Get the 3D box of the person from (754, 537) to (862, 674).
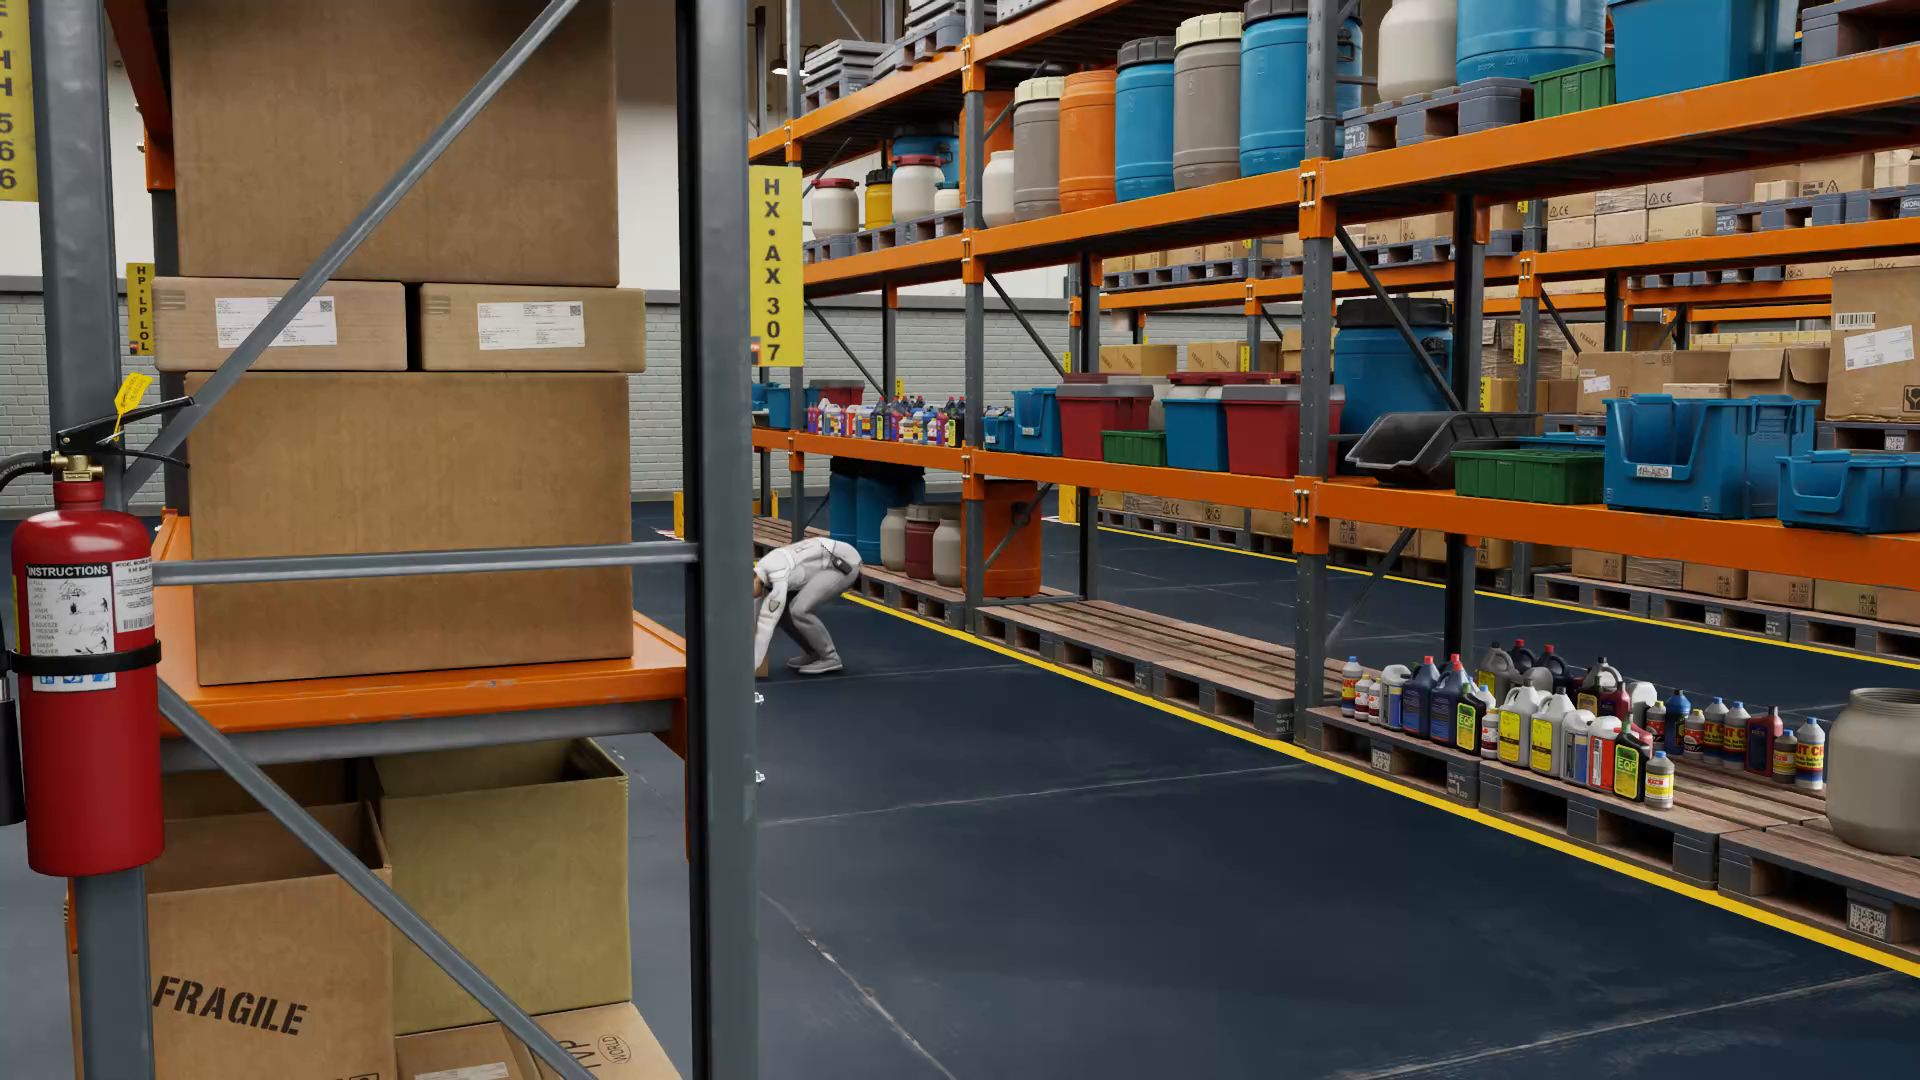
[{"bbox_3d":[-1.041,0.413,10.203,0.894,0.833,0.468,-3,6,-26],"label":"person"}]
